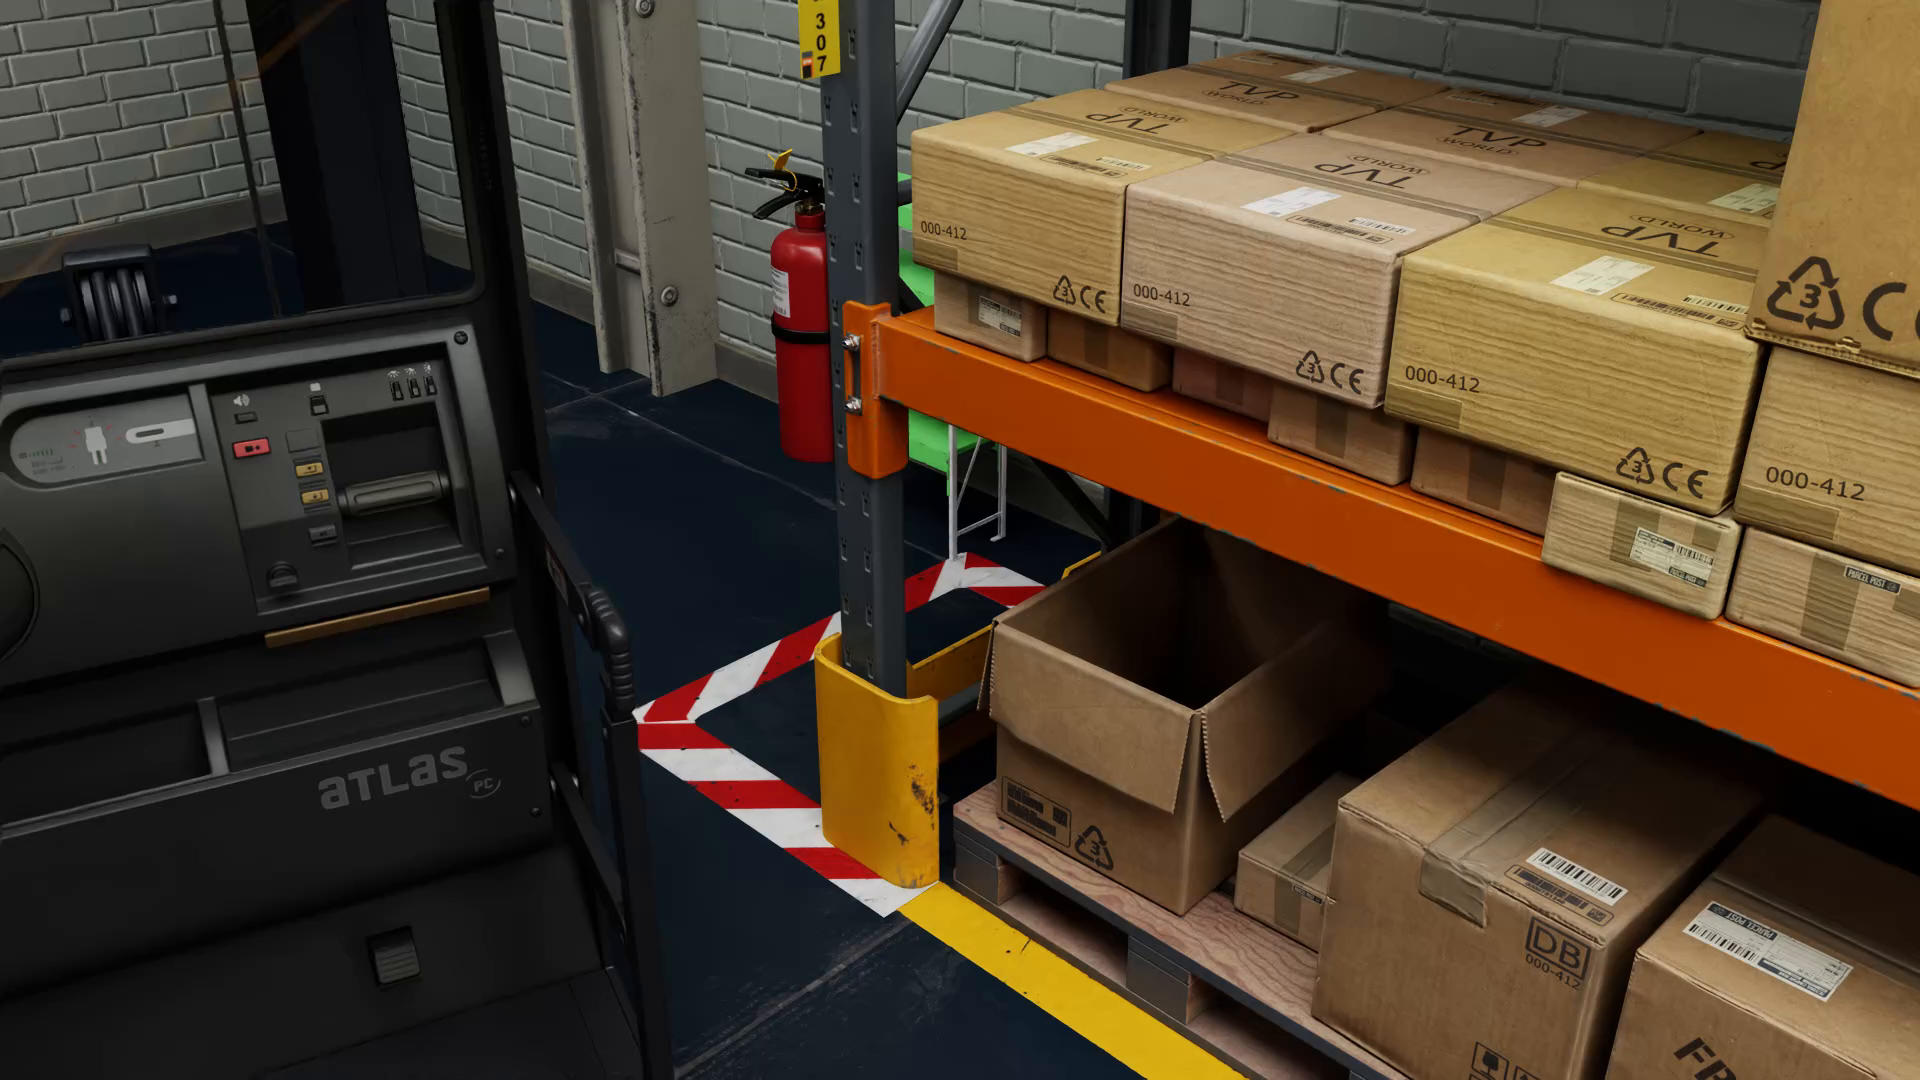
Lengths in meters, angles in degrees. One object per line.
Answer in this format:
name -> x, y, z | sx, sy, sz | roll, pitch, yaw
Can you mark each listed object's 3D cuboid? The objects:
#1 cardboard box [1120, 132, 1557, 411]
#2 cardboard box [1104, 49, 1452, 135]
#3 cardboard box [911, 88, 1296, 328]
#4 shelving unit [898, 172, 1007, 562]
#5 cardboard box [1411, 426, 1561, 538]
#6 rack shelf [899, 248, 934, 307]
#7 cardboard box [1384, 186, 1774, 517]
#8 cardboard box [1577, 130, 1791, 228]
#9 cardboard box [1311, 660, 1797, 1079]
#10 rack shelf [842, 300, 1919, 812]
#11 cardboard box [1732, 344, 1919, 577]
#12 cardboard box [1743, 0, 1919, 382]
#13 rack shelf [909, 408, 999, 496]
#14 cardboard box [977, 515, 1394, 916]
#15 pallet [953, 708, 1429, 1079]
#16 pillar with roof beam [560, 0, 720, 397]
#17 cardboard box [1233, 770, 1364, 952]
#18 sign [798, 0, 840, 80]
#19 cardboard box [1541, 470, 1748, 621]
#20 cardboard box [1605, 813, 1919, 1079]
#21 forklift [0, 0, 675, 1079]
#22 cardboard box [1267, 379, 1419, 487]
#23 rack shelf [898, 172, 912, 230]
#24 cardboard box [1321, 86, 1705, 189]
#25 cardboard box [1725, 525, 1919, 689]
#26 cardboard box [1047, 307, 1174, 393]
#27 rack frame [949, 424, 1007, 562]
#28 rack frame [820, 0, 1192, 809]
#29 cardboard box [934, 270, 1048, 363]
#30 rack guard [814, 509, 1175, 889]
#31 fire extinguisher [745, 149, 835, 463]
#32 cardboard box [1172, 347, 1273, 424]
cardboard box -> 0.620, -0.466, 2.754 | 0.500, 0.250, 0.500 | -25, 37, -39
cardboard box -> 0.639, -0.805, 3.400 | 0.500, 0.250, 0.500 | -24, 36, -38
cardboard box -> 0.260, -0.630, 3.067 | 0.500, 0.250, 0.500 | 25, 37, 39
shelving unit -> -0.118, -0.585, 5.074 | 0.503, 1.200, 0.258 | 25, 36, 38
cardboard box -> 0.924, -0.163, 2.607 | 0.380, 0.149, 0.250 | -25, 36, -38
rack shelf -> -0.118, -0.741, 4.992 | 0.480, 0.148, 0.258 | 25, 36, 38
cardboard box -> 0.983, -0.301, 2.442 | 0.500, 0.250, 0.500 | 24, 36, 37
cardboard box -> 1.356, -0.474, 2.769 | 0.500, 0.250, 0.500 | -24, 36, -38
cardboard box -> 1.077, 0.641, 3.042 | 0.700, 0.500, 0.500 | -24, 36, -37
rack shelf -> 1.551, 0.169, 2.479 | 4.000, 0.370, 1.077 | 25, 36, 38
cardboard box -> 1.363, -0.142, 2.138 | 0.500, 0.250, 0.500 | 23, 36, 37
cardboard box -> 1.330, -0.473, 1.962 | 0.500, 0.500, 0.500 | -24, 36, -38
rack shelf -> -0.118, -0.316, 5.215 | 0.480, 0.148, 0.258 | 25, 36, 38
cardboard box -> 0.495, 0.348, 3.597 | 0.637, 0.503, 0.797 | 23, 35, 37
pallet -> 0.749, 0.717, 3.660 | 1.213, 0.211, 1.003 | 25, 36, 38
pillar with roof beam -> -4.184, -3.208, 1.681 | 0.400, 9.000, 9.100 | 25, 36, 38
cardboard box -> 0.771, 0.656, 3.391 | 0.250, 0.149, 0.380 | 23, 35, 37
sign -> -0.255, -1.005, 3.009 | 0.005, 0.325, 0.100 | 25, 36, 38
cardboard box -> 1.051, -0.056, 2.403 | 0.250, 0.149, 0.380 | 23, 36, 37
cardboard box -> 1.384, 0.847, 2.651 | 0.500, 0.500, 0.500 | -24, 36, -38
forklift -> -1.021, -0.014, 2.126 | 1.130, 2.935, 3.031 | -13, 30, -23
cardboard box -> 0.730, -0.248, 2.769 | 0.380, 0.149, 0.250 | -24, 36, -38
rack shelf -> -0.118, -0.953, 4.880 | 0.480, 0.148, 0.258 | 25, 36, 38
cardboard box -> 1.006, -0.637, 3.080 | 0.500, 0.250, 0.500 | 25, 36, 39
cardboard box -> 1.253, 0.023, 2.253 | 0.380, 0.149, 0.250 | -24, 36, -38
cardboard box -> 0.381, -0.425, 3.105 | 0.380, 0.149, 0.250 | -24, 36, -38
rack frame -> 0.056, -0.506, 4.922 | 0.015, 1.200, 0.240 | 25, 36, 38
rack frame -> 0.125, -0.802, 3.553 | 0.127, 3.000, 1.000 | 25, 36, 38
cardboard box -> 0.167, -0.493, 3.234 | 0.250, 0.149, 0.380 | 24, 36, 38
rack guard -> 0.179, 0.329, 4.087 | 0.348, 0.500, 1.175 | 25, 36, 38
fire extinguisher -> -0.304, -0.498, 3.457 | 0.183, 0.674, 0.296 | 25, 36, 38
cardboard box -> 0.593, -0.351, 2.964 | 0.250, 0.149, 0.380 | 24, 36, 38
